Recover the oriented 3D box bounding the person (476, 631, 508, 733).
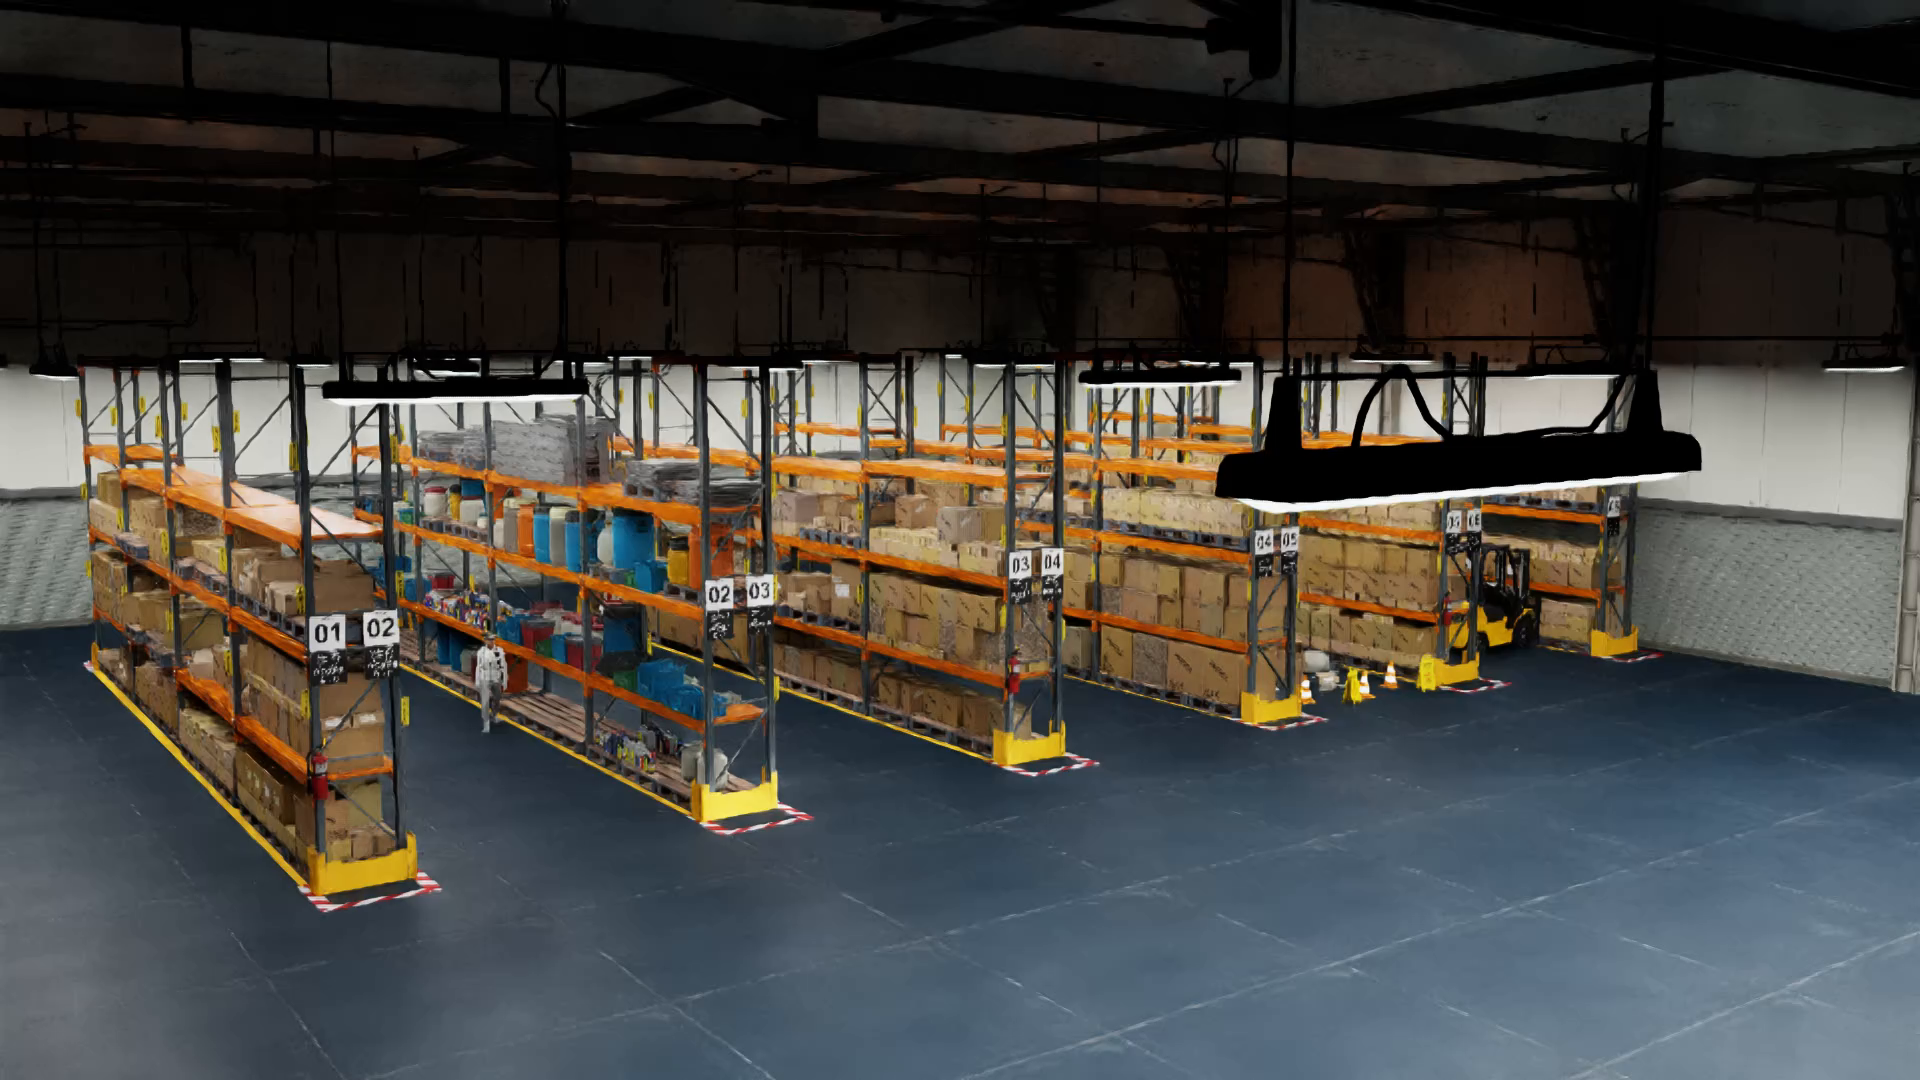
[{"bbox_3d":[-7.589,2.248,26.966,0.503,1.637,0.908,-2,7,-20],"label":"person"}]

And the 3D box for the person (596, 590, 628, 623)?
[{"bbox_3d":[-7.046,1.383,33.795,0.677,1.741,0.547,-5,8,-35],"label":"person"}]
